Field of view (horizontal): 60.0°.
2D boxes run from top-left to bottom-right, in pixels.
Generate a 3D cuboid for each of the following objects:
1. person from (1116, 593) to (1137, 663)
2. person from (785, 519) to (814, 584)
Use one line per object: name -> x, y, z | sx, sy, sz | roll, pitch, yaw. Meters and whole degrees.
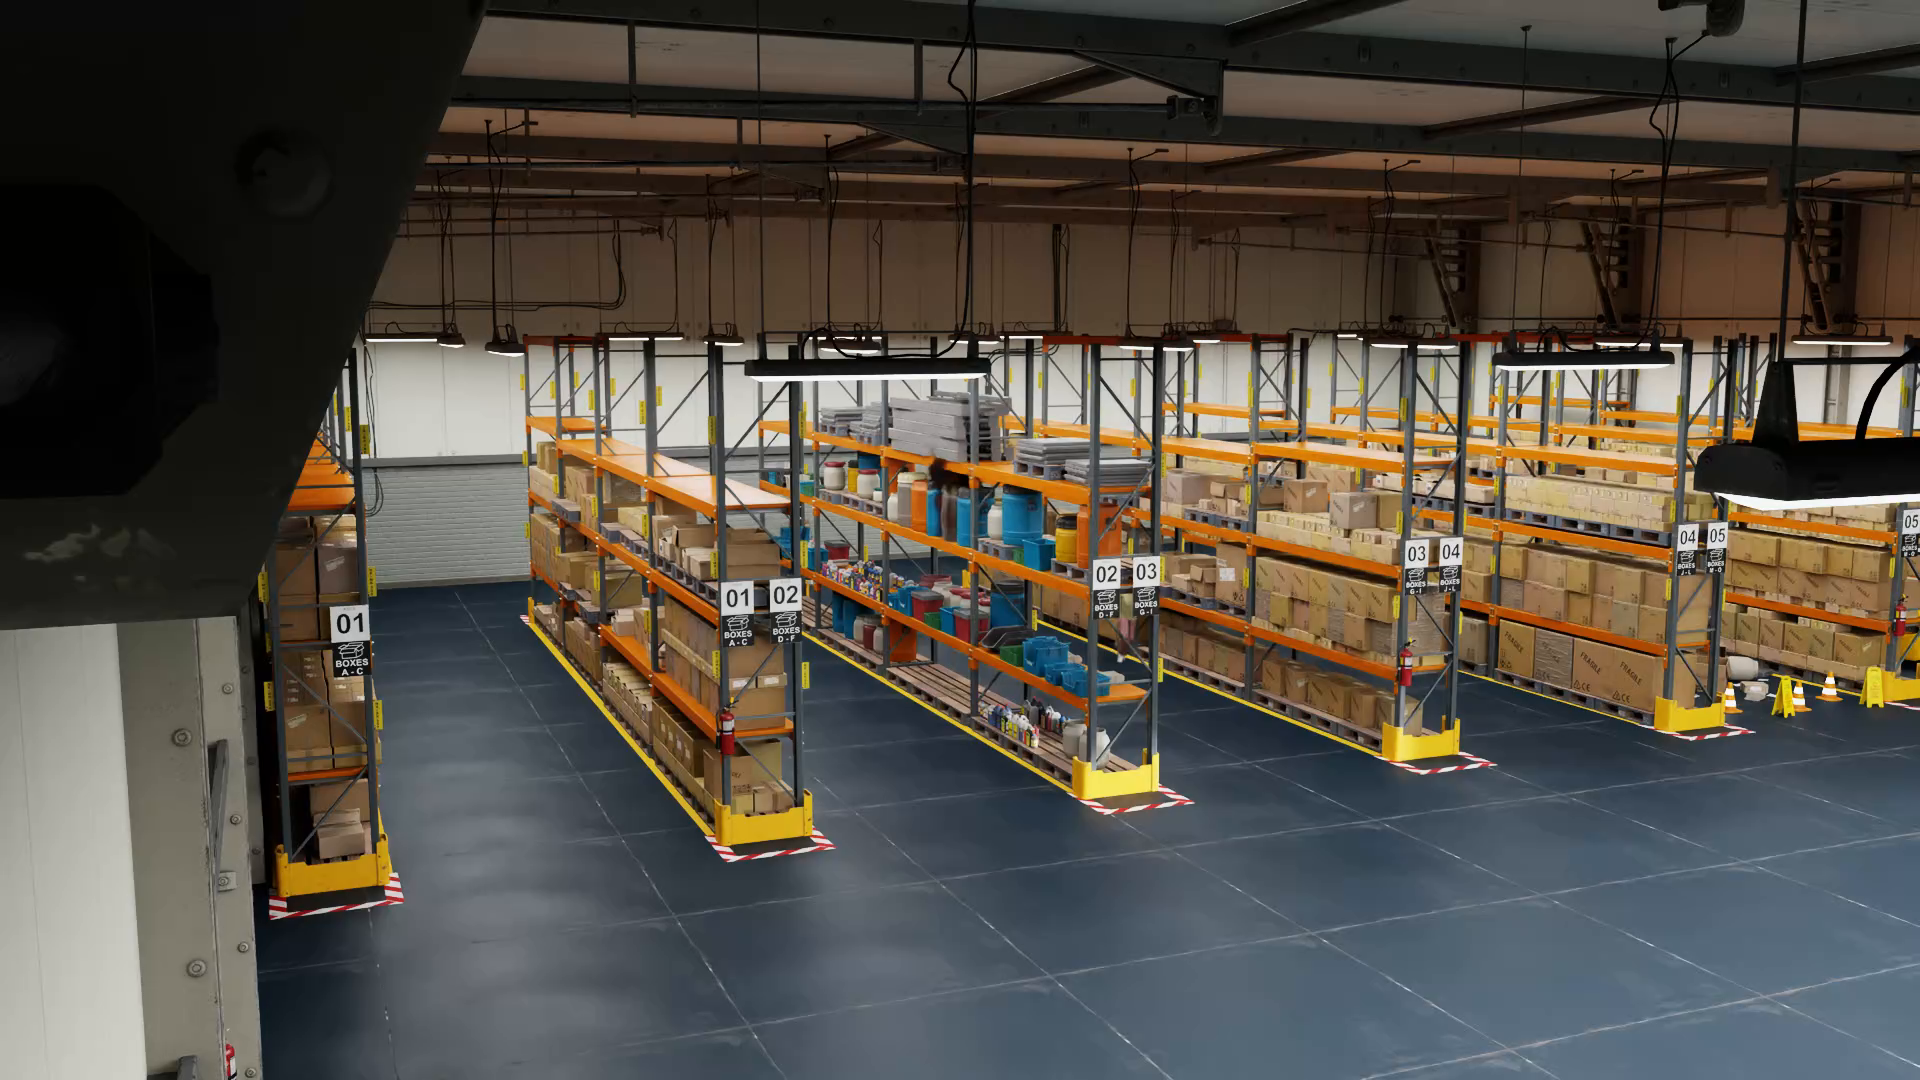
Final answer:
person -> 2.966, 1.408, 29.350 | 0.600, 1.556, 0.849 | -2, 8, -14
person -> -3.742, 0.285, 39.345 | 0.861, 1.609, 0.543 | -1, 8, -6
